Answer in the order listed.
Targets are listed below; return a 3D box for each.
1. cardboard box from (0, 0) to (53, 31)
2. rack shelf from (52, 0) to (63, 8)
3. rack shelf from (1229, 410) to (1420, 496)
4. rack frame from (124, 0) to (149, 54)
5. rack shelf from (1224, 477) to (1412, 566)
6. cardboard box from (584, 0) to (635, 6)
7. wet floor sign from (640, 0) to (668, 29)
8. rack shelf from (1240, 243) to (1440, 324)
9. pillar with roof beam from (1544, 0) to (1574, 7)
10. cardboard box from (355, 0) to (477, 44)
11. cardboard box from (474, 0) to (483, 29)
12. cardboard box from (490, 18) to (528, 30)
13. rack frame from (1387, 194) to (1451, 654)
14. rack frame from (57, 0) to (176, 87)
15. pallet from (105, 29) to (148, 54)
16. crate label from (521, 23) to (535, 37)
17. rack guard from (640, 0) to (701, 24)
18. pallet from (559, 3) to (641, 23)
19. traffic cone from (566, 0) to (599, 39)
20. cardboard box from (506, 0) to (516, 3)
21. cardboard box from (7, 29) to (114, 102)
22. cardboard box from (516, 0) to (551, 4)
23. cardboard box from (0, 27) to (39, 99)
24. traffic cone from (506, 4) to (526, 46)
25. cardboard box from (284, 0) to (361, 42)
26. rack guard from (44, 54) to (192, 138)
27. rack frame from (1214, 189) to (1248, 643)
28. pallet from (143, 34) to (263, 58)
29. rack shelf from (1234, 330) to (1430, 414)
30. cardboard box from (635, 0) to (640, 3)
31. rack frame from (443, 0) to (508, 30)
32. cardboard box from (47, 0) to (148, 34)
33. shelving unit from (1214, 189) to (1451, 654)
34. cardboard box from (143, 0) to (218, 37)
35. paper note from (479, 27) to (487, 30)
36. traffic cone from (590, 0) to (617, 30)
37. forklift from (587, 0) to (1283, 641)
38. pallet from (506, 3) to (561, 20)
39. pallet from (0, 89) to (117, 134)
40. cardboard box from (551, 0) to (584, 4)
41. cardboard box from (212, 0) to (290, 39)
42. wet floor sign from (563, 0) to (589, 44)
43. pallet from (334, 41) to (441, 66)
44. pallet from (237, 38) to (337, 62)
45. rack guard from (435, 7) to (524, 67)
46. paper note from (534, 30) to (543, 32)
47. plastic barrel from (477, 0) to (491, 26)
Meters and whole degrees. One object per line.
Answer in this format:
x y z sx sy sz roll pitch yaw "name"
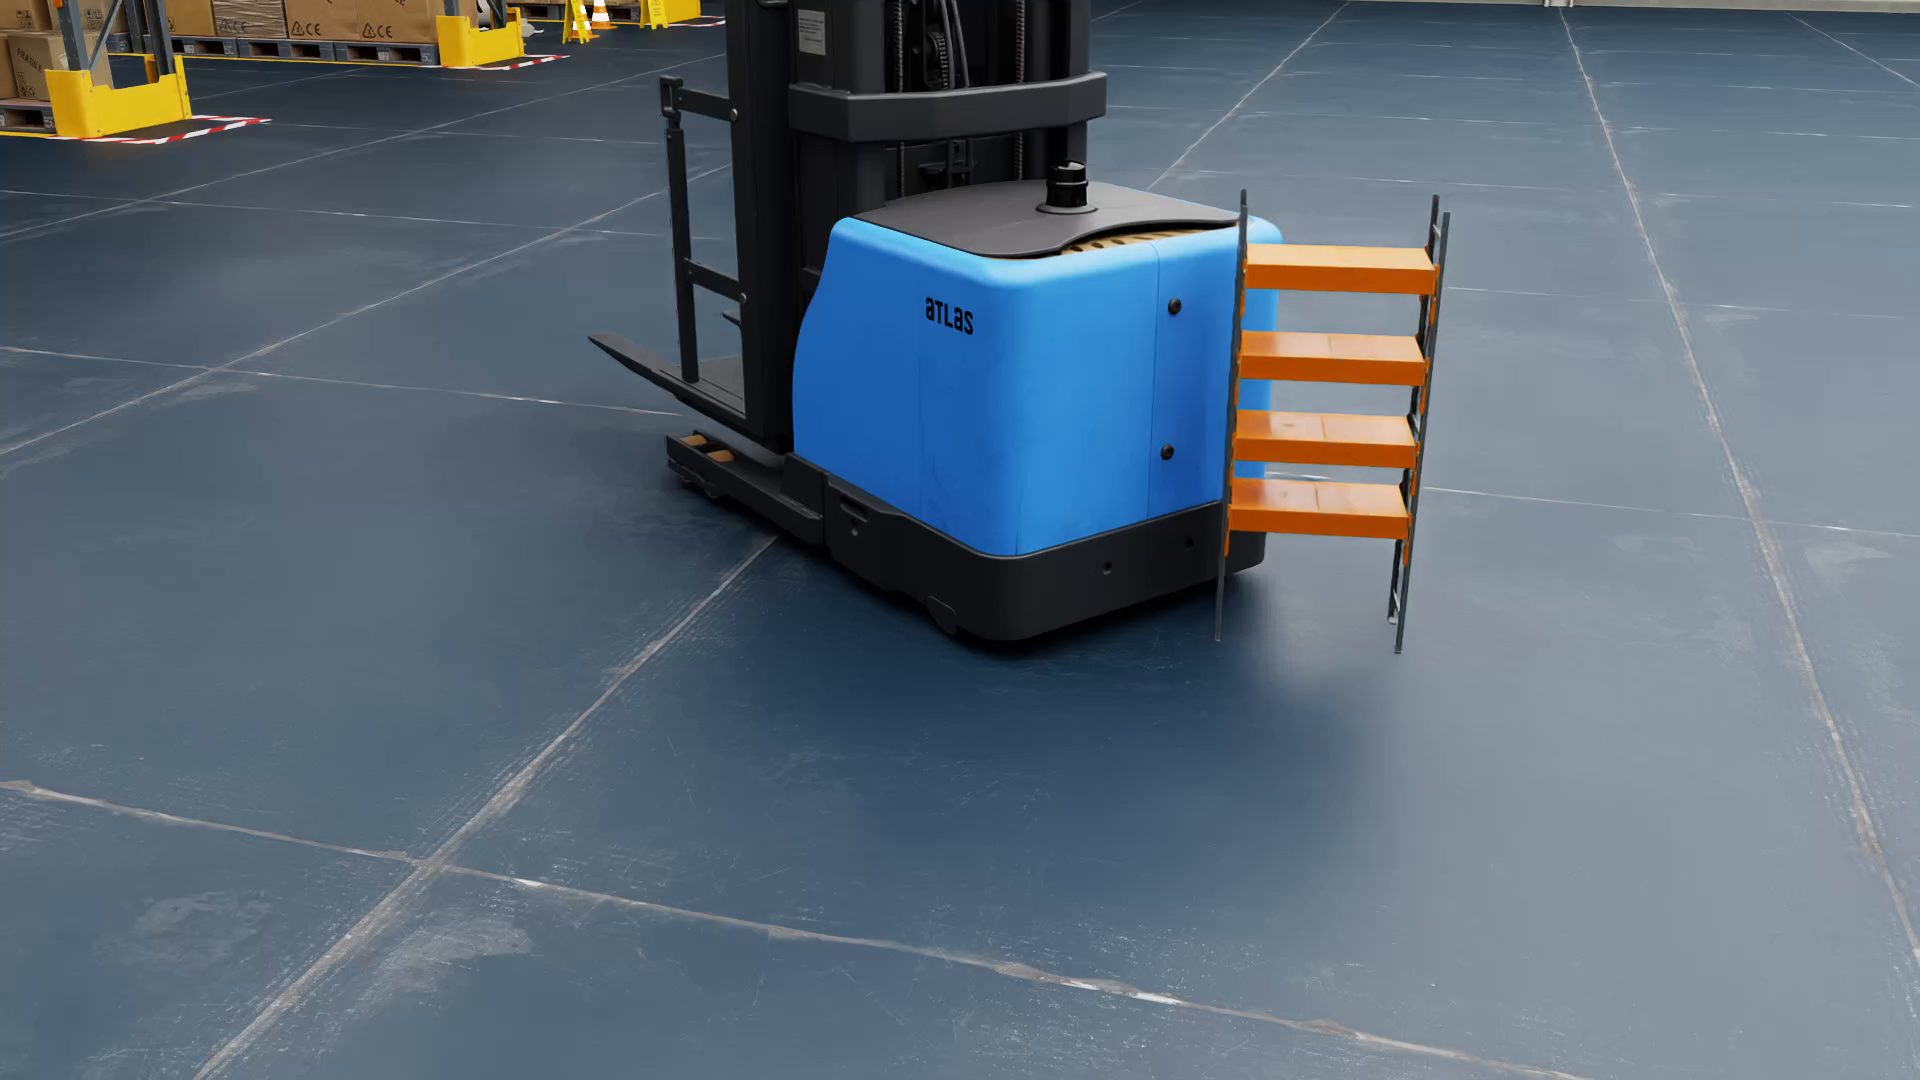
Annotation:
-10.470 -6.230 18.918 0.750 0.750 1.050 7 23 15 "cardboard box"
-8.542 -4.591 13.459 4.000 0.370 1.077 7 23 16 "rack shelf"
0.967 -0.242 4.457 0.480 0.148 0.258 3 23 8 "rack shelf"
-8.927 -6.934 18.223 0.127 3.000 1.000 7 23 16 "rack frame"
0.967 -0.059 4.532 0.480 0.148 0.258 3 23 8 "rack shelf"
-4.639 -7.221 21.992 0.500 0.250 0.500 6 23 15 "cardboard box"
-3.892 -6.807 21.014 0.232 0.644 0.267 16 27 34 "wet floor sign"
0.967 -0.668 4.282 0.480 0.148 0.258 3 23 8 "rack shelf"
7.504 -10.409 18.789 0.400 9.000 9.100 7 23 16 "pillar with roof beam"
-5.766 -5.758 17.600 0.875 0.875 0.875 7 23 16 "cardboard box"
-6.178 -6.423 20.266 0.637 0.503 0.797 -9 24 -21 "cardboard box"
-5.602 -6.396 20.667 0.380 0.149 0.250 -20 29 -39 "cardboard box"
1.208 -0.291 4.399 0.015 1.200 0.240 3 23 8 "rack frame"
-6.627 -4.705 12.788 0.127 3.000 1.000 7 23 16 "rack frame"
-9.688 -5.702 18.892 1.213 0.211 1.003 7 23 16 "pallet"
-5.315 -6.183 20.162 0.298 0.136 0.250 -5 23 -12 "crate label"
-3.837 -7.157 22.060 0.348 0.500 1.175 7 23 16 "rack guard"
-4.605 -7.126 22.363 1.213 0.211 1.003 7 23 16 "pallet"
-4.544 -6.270 19.945 0.334 0.463 0.336 7 23 16 "traffic cone"
-6.084 -7.392 22.408 0.500 0.250 0.500 6 23 15 "cardboard box"
-7.220 -3.817 13.364 0.500 0.500 0.500 11 25 25 "cardboard box"
-5.612 -7.334 22.266 0.500 0.250 0.500 6 23 14 "cardboard box"
-7.802 -3.870 13.493 0.500 0.500 0.500 13 26 29 "cardboard box"
-5.196 -5.896 19.035 0.334 0.463 0.336 7 23 16 "traffic cone"
-6.609 -5.853 17.833 0.875 0.875 0.875 6 23 15 "cardboard box"
-6.700 -3.557 13.282 0.348 0.500 1.175 7 23 16 "rack guard"
0.725 -0.318 4.463 0.015 1.200 0.240 3 23 8 "rack frame"
-8.222 -5.533 18.480 1.213 0.211 1.003 7 23 15 "pallet"
0.967 -0.449 4.372 0.480 0.148 0.258 3 23 8 "rack shelf"
-4.457 -7.417 22.468 0.500 0.250 0.500 6 23 15 "cardboard box"
-5.098 -6.496 17.154 0.127 3.000 1.000 7 23 16 "rack frame"
-9.548 -6.123 18.656 0.750 0.750 1.050 6 23 15 "cardboard box"
0.967 -0.304 4.431 0.503 1.200 0.258 3 23 8 "shelving unit"
-8.345 -6.051 18.316 0.875 0.875 0.875 7 23 16 "cardboard box"
-6.015 -6.455 20.980 0.142 0.019 0.148 16 27 34 "paper note"
-4.549 -6.710 21.019 0.334 0.463 0.336 7 23 16 "traffic cone"
-0.355 -1.587 5.277 1.130 2.935 3.031 -15 27 -32 "forklift"
-5.769 -7.260 22.691 1.213 0.211 1.003 7 23 16 "pallet"
-7.468 -3.525 13.586 1.213 0.211 1.003 7 23 16 "pallet"
-5.110 -7.278 22.131 0.500 0.250 0.500 7 23 16 "cardboard box"
-7.481 -5.954 18.079 0.875 0.875 0.875 7 23 16 "cardboard box"
-4.498 -6.123 19.347 0.232 0.644 0.267 3 22 6 "wet floor sign"
-5.886 -5.265 17.828 1.213 0.211 1.003 7 23 15 "pallet"
-7.050 -5.400 18.155 1.213 0.211 1.003 7 23 15 "pallet"
-5.075 -5.337 17.622 0.348 0.500 1.175 7 23 16 "rack guard"
-5.245 -6.312 20.618 0.142 0.019 0.148 -1 22 -3 "paper note"
-6.179 -6.790 21.265 0.512 0.421 0.421 -14 26 -30 "plastic barrel"
